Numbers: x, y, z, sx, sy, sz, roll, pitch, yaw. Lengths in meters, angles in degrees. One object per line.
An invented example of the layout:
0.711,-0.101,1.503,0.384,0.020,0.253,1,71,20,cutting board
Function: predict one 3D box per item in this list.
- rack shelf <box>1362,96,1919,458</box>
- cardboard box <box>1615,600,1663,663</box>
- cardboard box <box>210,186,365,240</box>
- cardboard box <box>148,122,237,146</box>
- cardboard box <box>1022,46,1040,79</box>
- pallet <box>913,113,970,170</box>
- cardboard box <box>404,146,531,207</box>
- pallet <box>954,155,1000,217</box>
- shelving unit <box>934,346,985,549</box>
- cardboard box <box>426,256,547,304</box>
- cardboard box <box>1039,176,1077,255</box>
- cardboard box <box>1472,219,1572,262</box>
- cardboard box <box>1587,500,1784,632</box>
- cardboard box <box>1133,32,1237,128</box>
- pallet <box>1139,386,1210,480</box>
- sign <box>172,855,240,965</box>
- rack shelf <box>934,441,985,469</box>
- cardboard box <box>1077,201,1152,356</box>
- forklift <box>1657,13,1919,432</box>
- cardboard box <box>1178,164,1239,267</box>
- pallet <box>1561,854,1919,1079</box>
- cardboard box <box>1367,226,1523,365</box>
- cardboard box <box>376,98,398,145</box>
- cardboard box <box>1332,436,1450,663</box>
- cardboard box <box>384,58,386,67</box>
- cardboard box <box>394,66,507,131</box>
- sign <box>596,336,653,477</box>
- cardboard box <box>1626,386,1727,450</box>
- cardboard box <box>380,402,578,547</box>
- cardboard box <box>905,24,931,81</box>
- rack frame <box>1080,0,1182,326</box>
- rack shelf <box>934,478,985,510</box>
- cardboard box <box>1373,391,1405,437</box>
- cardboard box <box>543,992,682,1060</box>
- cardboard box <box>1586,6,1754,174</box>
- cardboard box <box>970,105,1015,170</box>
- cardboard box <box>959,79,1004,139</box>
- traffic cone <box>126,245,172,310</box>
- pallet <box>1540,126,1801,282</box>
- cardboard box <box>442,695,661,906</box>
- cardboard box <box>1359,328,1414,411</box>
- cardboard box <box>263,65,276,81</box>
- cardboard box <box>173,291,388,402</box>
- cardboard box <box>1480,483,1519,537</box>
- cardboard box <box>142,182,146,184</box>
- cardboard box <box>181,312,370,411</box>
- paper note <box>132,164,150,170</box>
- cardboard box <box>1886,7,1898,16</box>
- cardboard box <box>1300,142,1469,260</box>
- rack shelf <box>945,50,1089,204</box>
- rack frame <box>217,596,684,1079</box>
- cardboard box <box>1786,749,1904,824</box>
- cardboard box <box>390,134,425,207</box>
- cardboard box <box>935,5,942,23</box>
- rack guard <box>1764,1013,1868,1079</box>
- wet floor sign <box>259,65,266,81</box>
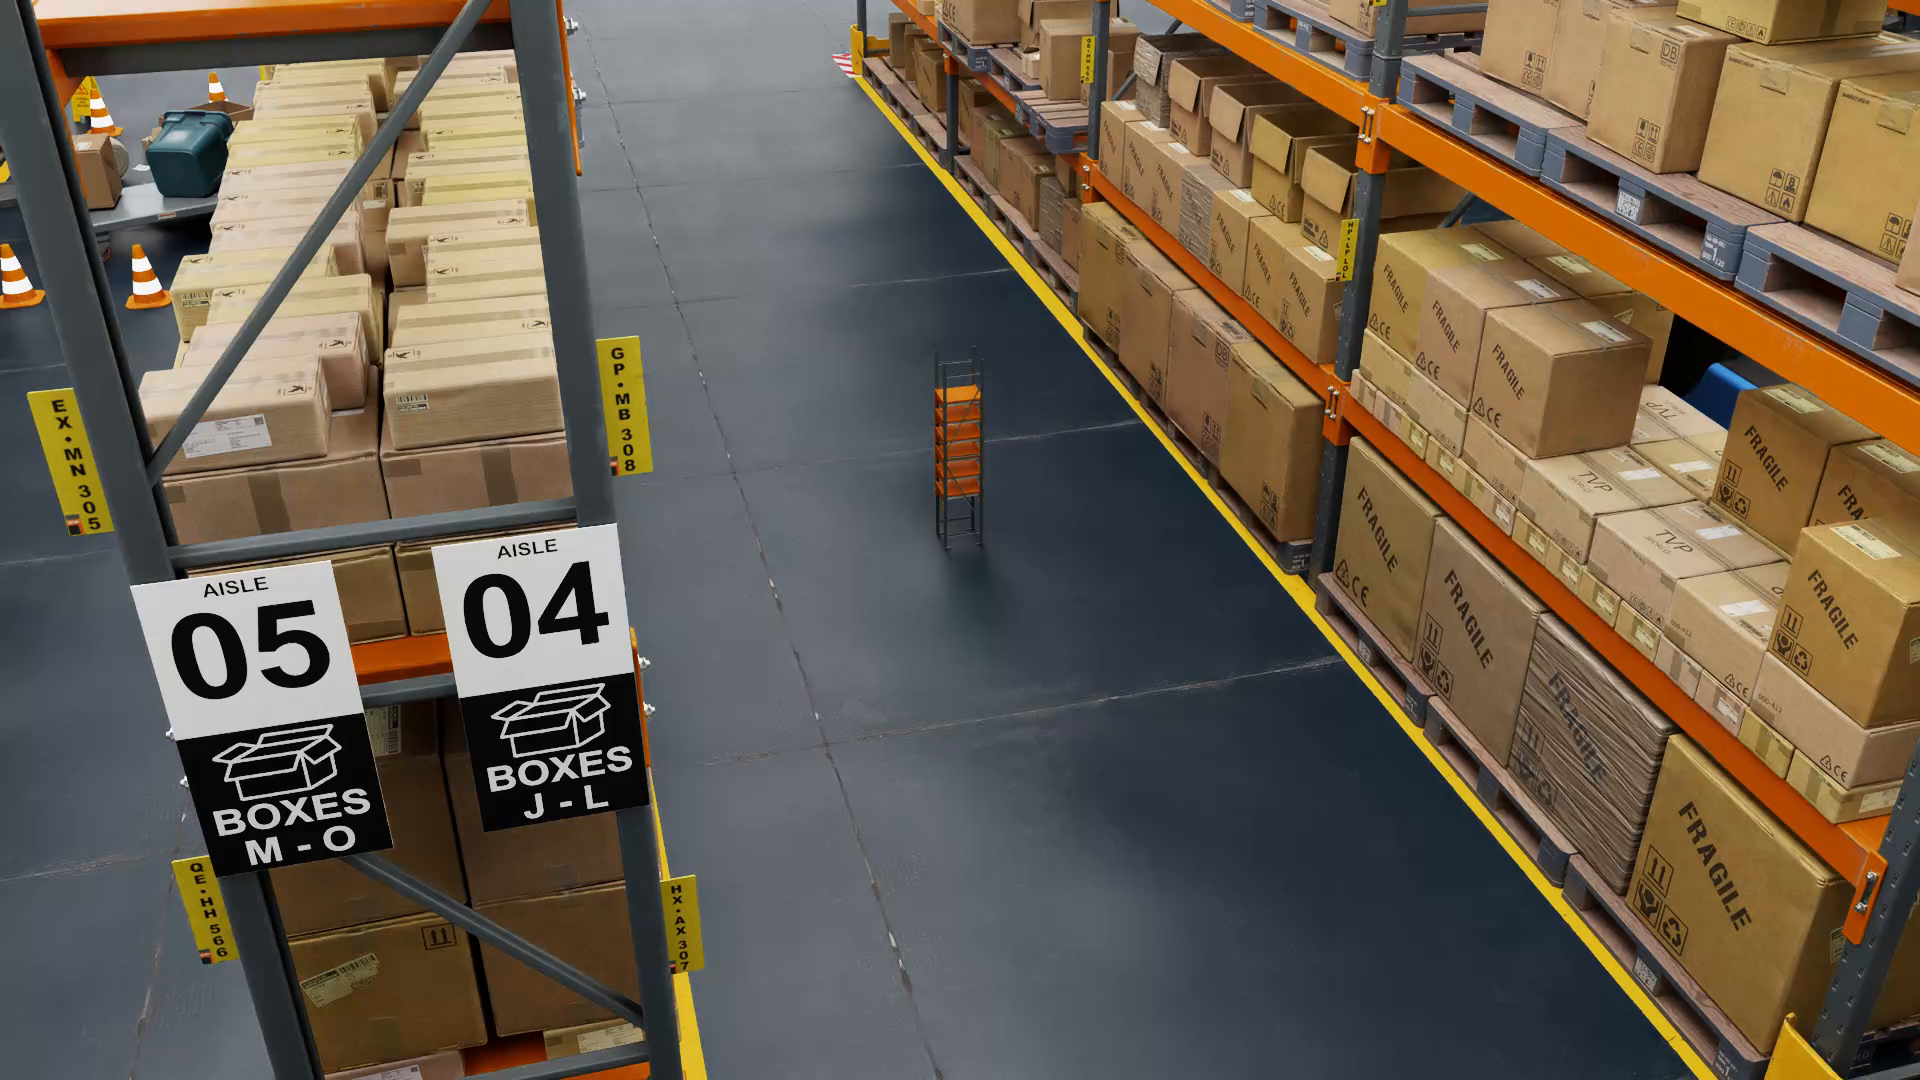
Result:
3.022,-1.102,6.615,1.077,0.370,4.000,-8,31,-13,rack shelf
2.868,0.338,6.654,0.380,0.149,0.250,-9,31,-14,cardboard box
-1.937,-0.905,4.809,0.380,0.149,0.250,-7,31,-12,cardboard box
-7.085,-3.576,15.521,0.797,0.637,0.503,-8,31,-13,cardboard box
0.726,-3.907,13.451,0.396,0.266,0.258,-9,31,-15,cardboard box
0.155,-4.058,16.782,1.003,0.211,1.213,-8,31,-13,pallet
-1.506,-1.102,5.149,0.380,0.149,0.250,-7,31,-12,cardboard box
0.576,-3.363,15.580,1.003,0.211,1.213,-8,31,-13,pallet
-0.004,-0.526,9.693,0.258,1.200,0.189,-8,31,-13,shelving unit
-1.175,-0.614,4.306,0.380,0.149,0.250,-8,31,-13,cardboard box
1.073,-2.709,13.723,0.700,0.500,0.500,-10,32,-17,cardboard box
2.871,-1.283,8.308,0.500,0.500,0.500,-7,31,-12,cardboard box
2.899,0.097,6.672,0.500,0.250,0.500,-9,31,-15,cardboard box
1.608,-3.136,11.303,0.797,0.503,0.637,-7,31,-12,cardboard box
1.886,-0.828,11.200,1.003,0.211,1.213,-8,31,-13,pallet
-1.796,0.887,3.983,0.100,0.325,0.005,-8,31,-13,sign
-0.004,-0.488,9.715,0.258,0.103,0.180,-8,31,-13,rack shelf
1.593,-1.940,12.039,1.225,0.875,0.875,-9,31,-16,cardboard box
4.644,-1.770,10.113,1.130,2.935,3.031,-7,31,-12,forklift
1.705,-2.048,10.426,0.500,0.500,0.500,-8,31,-13,cardboard box
3.265,1.682,6.865,1.003,0.211,1.213,-8,31,-13,pallet
2.372,-1.205,8.172,0.500,0.500,0.500,-8,31,-13,cardboard box
-2.294,-1.415,6.087,0.500,0.250,0.500,-8,31,-13,cardboard box
2.589,-0.014,8.713,0.875,0.875,0.875,-8,31,-13,cardboard box
-2.474,-1.920,6.563,0.380,0.149,0.250,-8,31,-14,cardboard box
-1.830,-1.597,6.004,0.380,0.149,0.250,-7,31,-12,cardboard box
-0.733,-0.288,3.617,0.100,0.325,0.005,-8,31,-13,sign
3.137,-0.471,7.653,0.500,0.250,0.500,-7,31,-12,cardboard box
-1.125,-0.240,4.058,0.500,0.250,0.500,-7,31,-12,cardboard box
-0.353,-5.389,18.374,0.500,0.500,0.500,0,30,0,cardboard box
1.429,-3.013,12.193,1.000,3.000,0.127,-8,31,-13,rack frame
-0.004,-0.280,9.835,0.258,0.103,0.180,-8,31,-13,rack shelf
2.319,-0.659,8.376,0.380,0.149,0.250,-9,31,-15,cardboard box
-1.026,1.370,4.871,0.380,0.149,0.250,-8,31,-14,cardboard box
2.897,-1.746,6.391,0.700,0.500,0.500,-7,31,-11,cardboard box
0.510,-3.755,15.529,0.700,0.500,0.500,-10,32,-17,cardboard box
0.300,-4.244,16.395,0.500,0.500,0.500,-9,31,-15,cardboard box
-6.467,-2.110,13.164,0.336,0.463,0.334,-8,31,-13,traffic cone
3.018,-1.357,6.425,1.003,0.211,1.213,-8,31,-13,pallet
-1.119,0.604,4.548,0.500,0.500,0.500,-8,31,-14,cardboard box
2.363,-0.884,8.366,0.500,0.250,0.500,-8,31,-14,cardboard box
-2.434,-1.784,6.328,0.380,0.149,0.250,-9,31,-15,cardboard box
-1.761,-0.424,4.376,0.500,0.250,0.500,-9,31,-15,cardboard box
2.593,-0.160,7.514,0.380,0.149,0.250,-7,31,-13,cardboard box
-7.334,-3.123,15.112,0.396,0.266,0.258,19,35,29,cardboard box
-1.619,-0.412,3.957,0.380,0.149,0.250,-7,31,-13,cardboard box
-7.998,-3.648,16.264,0.148,0.019,0.142,2,30,4,paper note
10.098,-5.843,18.658,0.500,0.500,0.500,-8,31,-13,cardboard box
2.314,-1.866,9.110,0.797,0.503,0.637,-9,31,-15,cardboard box
0.899,-3.668,14.042,1.077,0.370,4.000,-8,31,-13,rack shelf
-1.256,1.461,4.463,1.000,3.000,0.127,-8,31,-13,rack frame
3.141,0.831,5.802,0.380,0.149,0.250,-7,31,-12,cardboard box
-1.680,-1.227,5.764,0.500,0.250,0.500,-7,31,-11,cardboard box
-0.030,-5.023,15.916,0.380,0.149,0.250,-8,31,-13,cardboard box
3.559,1.944,6.124,1.175,0.500,0.348,-8,31,-13,rack guard
-7.420,-4.998,17.973,0.267,0.644,0.232,-13,33,-22,wet floor sign
